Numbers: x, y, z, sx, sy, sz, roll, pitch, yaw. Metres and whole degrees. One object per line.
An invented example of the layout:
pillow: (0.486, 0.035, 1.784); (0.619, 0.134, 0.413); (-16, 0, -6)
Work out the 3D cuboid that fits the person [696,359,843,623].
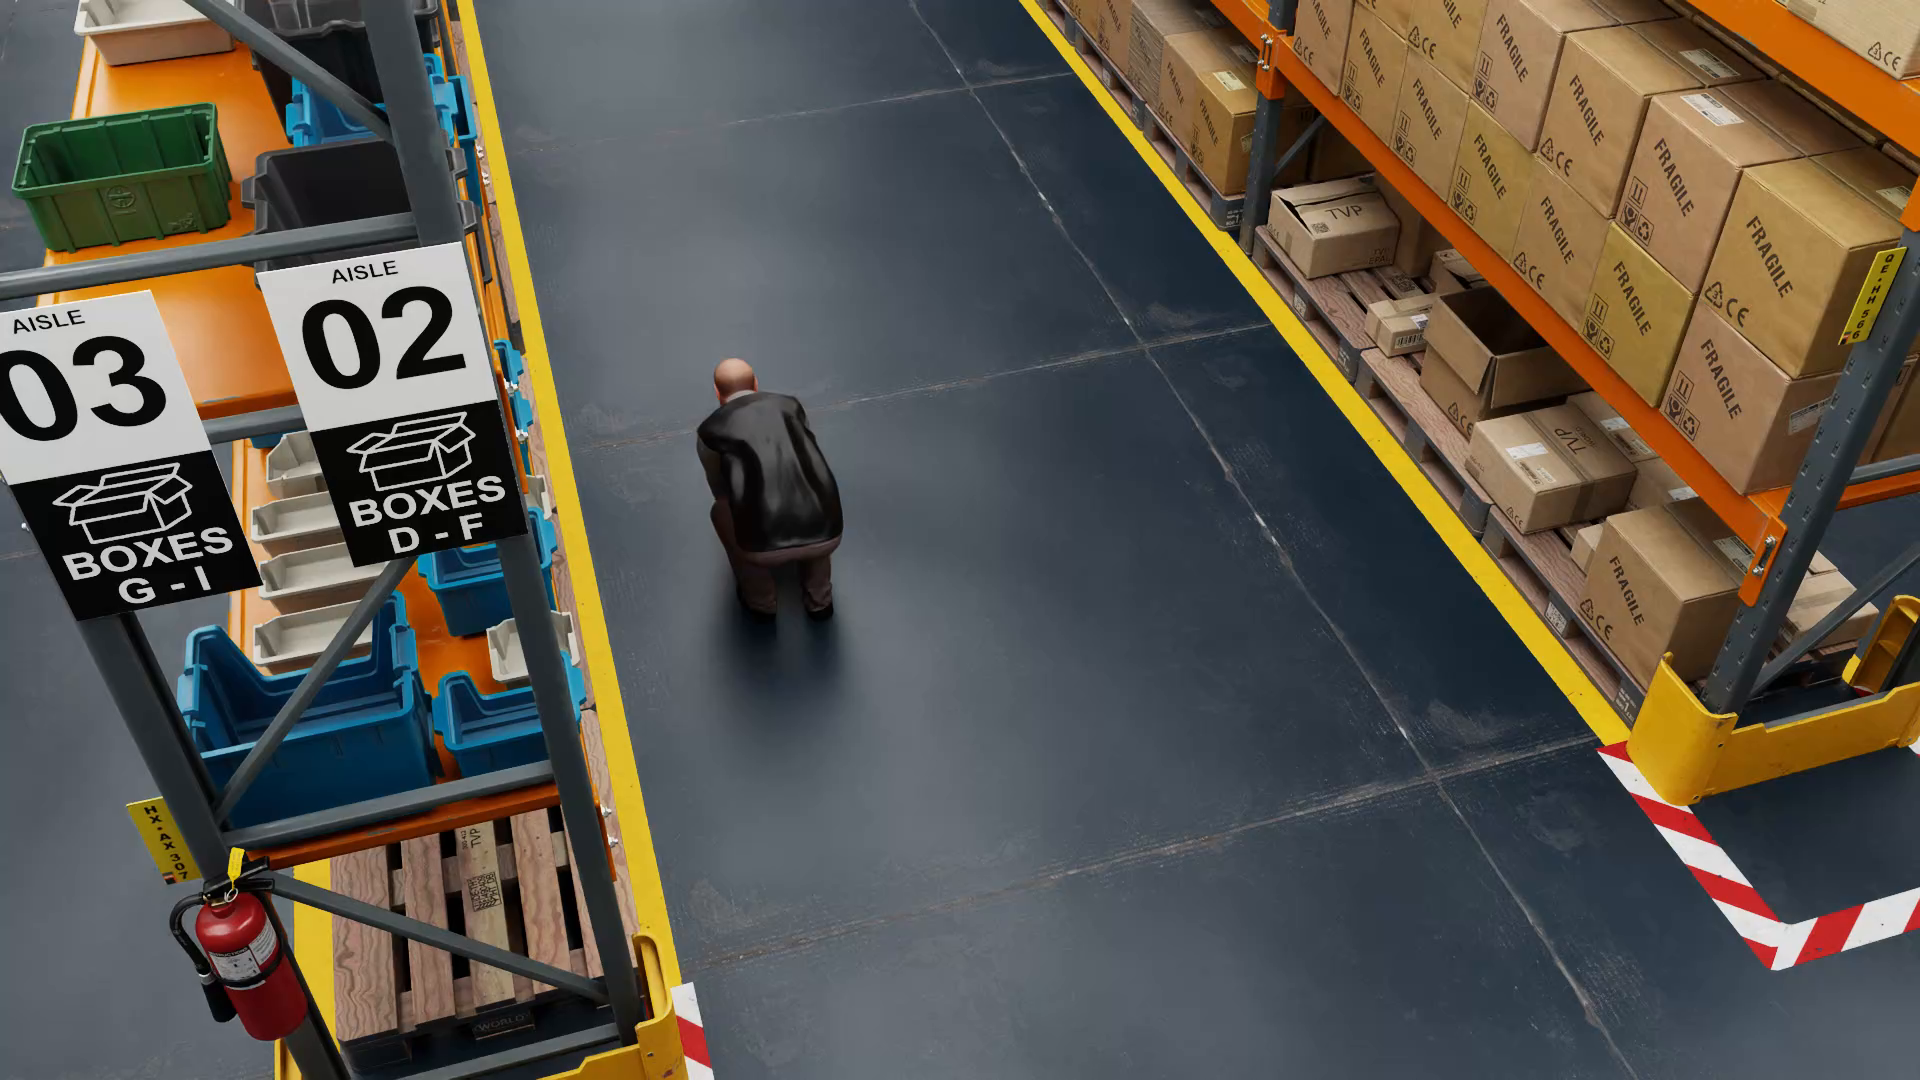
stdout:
person: (-0.791, -0.158, 6.930); (0.506, 0.961, 0.897); (-13, 44, -14)
